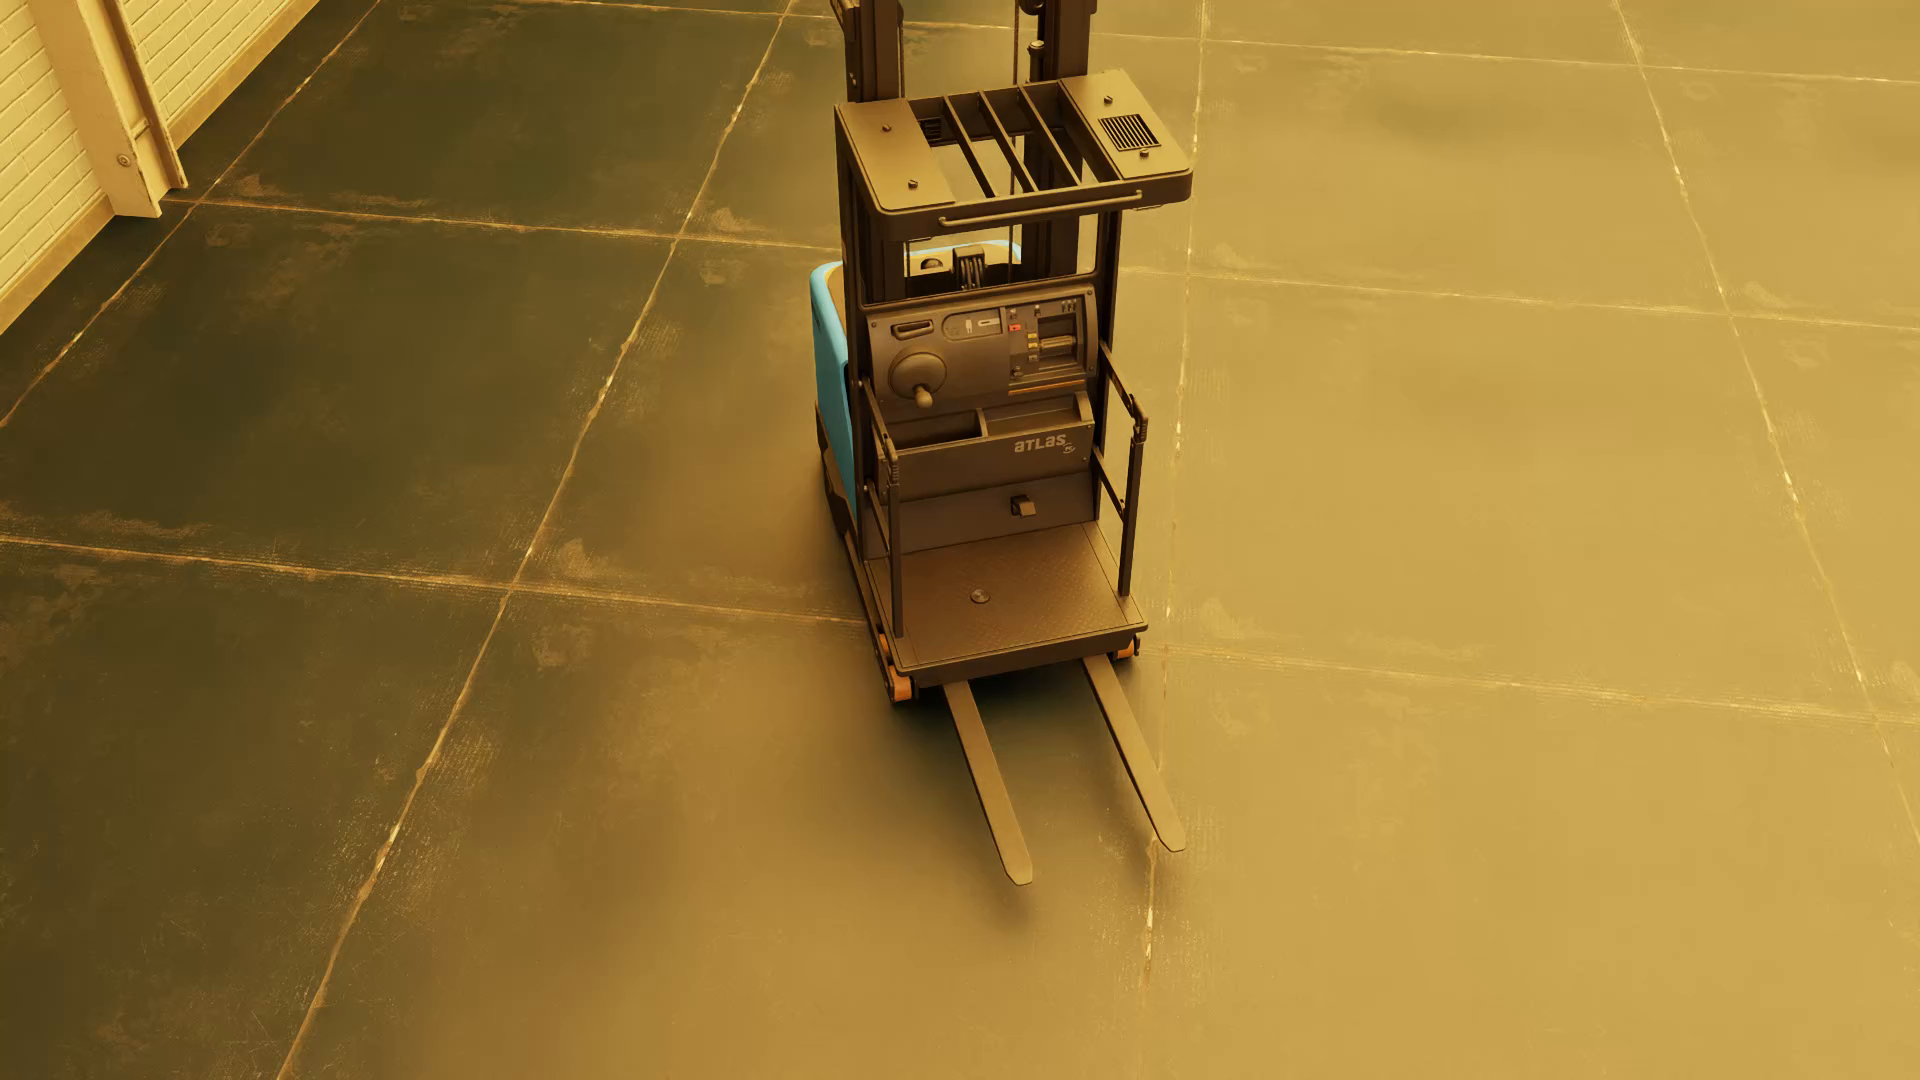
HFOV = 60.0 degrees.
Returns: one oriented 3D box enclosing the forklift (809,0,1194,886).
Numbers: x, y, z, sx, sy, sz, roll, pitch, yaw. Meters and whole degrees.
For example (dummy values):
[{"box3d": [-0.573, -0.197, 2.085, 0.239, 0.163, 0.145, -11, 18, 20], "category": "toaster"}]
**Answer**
[{"box3d": [0.153, -0.681, 6.465, 1.130, 2.935, 3.031, -10, 44, -11], "category": "forklift"}]
